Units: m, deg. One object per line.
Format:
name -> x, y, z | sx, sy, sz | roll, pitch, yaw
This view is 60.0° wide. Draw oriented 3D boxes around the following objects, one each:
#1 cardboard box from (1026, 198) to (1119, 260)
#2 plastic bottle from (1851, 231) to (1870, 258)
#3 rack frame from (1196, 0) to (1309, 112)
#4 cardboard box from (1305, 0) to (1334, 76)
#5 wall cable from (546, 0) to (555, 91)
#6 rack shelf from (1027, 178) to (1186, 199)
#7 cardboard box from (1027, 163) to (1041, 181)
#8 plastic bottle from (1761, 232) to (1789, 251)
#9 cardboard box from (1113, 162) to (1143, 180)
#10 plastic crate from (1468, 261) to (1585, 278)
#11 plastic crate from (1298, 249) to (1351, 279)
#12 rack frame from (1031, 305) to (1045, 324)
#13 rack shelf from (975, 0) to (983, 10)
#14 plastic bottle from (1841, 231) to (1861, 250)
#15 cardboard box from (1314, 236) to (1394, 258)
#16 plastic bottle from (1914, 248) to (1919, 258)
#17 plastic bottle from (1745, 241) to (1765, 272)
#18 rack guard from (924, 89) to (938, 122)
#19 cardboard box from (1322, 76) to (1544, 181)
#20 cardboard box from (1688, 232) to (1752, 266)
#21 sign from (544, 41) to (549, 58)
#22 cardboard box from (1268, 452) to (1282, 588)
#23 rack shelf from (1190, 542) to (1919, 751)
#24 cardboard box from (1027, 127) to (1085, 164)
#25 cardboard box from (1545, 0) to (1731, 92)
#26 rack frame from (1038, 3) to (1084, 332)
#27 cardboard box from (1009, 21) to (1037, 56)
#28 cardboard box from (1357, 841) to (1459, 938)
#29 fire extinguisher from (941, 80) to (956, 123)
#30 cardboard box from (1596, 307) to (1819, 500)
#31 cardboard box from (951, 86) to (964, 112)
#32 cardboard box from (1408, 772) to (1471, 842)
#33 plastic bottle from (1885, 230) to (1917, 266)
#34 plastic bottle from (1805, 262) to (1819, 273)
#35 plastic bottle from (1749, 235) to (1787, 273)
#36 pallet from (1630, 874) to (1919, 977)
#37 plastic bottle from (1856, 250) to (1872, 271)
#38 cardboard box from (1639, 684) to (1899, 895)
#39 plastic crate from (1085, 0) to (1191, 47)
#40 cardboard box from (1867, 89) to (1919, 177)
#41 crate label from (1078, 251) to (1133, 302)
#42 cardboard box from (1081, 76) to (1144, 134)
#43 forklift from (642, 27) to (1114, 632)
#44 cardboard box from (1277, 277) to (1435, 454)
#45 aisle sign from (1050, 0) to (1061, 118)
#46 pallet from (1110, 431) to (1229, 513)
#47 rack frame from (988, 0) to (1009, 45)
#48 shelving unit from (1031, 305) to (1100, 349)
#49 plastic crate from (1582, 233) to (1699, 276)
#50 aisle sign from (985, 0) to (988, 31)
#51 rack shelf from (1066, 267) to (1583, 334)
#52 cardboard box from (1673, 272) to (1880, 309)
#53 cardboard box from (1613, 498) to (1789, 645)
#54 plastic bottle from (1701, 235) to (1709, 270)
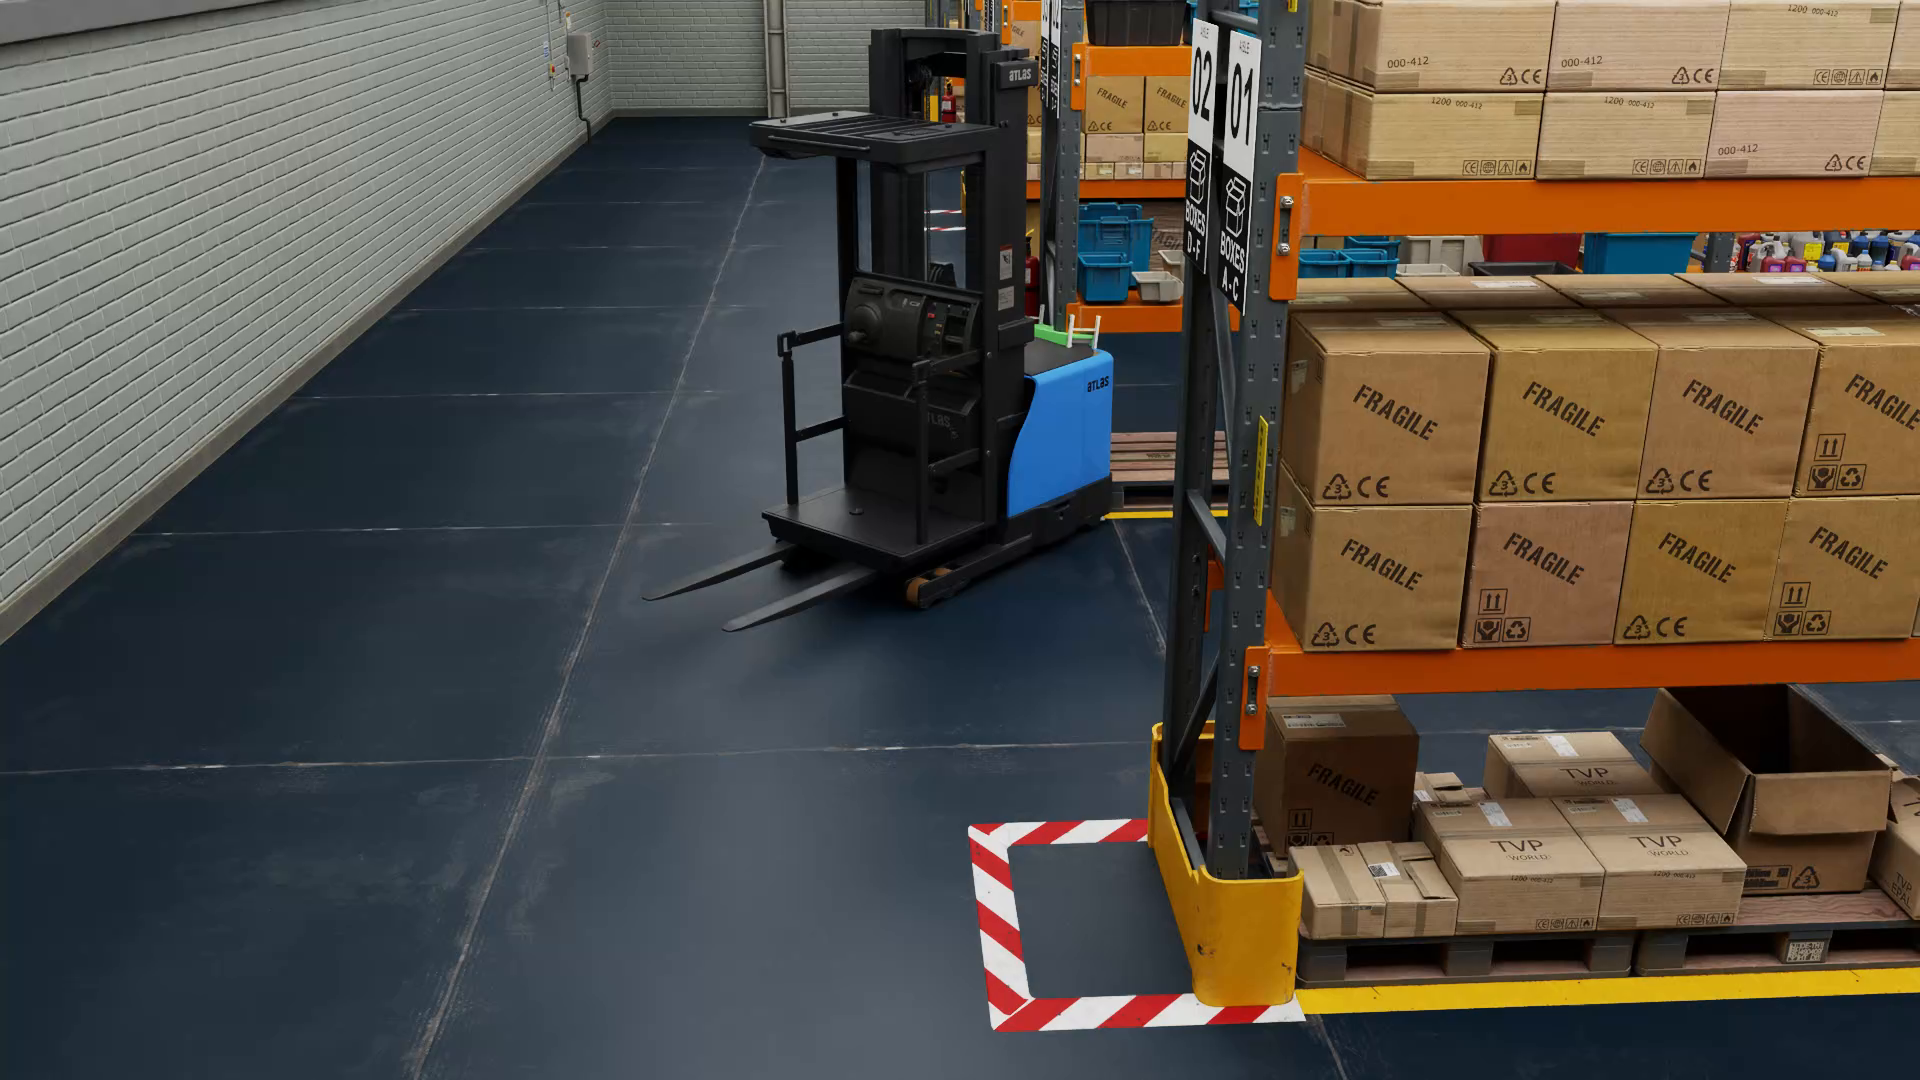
cardboard box -> 0.959, -2.763, 15.402 | 0.875, 0.875, 0.875 | -1, 21, -3
plastic bottle -> 5.870, -1.876, 10.858 | 0.097, 0.271, 0.097 | 0, 21, 0
rack frame -> 0.887, -2.803, 4.679 | 0.127, 3.000, 1.000 | -1, 21, -3
cardboard box -> 1.385, -1.666, 5.416 | 0.500, 0.250, 0.500 | -1, 21, -3
wall cable -> -5.869, -7.405, 23.727 | 0.123, 1.953, 0.585 | -1, 21, -3
rack shelf -> 2.322, -3.223, 15.224 | 4.000, 0.370, 1.077 | -1, 21, -3
cardboard box -> 0.698, -3.291, 14.745 | 0.250, 0.149, 0.380 | -1, 21, -2
plastic bottle -> 5.341, -1.912, 10.946 | 0.135, 0.276, 0.152 | -1, 21, -3
cardboard box -> 1.470, -3.308, 14.789 | 0.250, 0.149, 0.380 | -1, 21, -4
plastic crate -> 3.499, -1.621, 10.309 | 0.590, 0.125, 0.437 | -1, 21, -3
plastic crate -> 2.188, -1.623, 10.163 | 0.300, 0.233, 0.416 | -1, 21, -3
rack frame -> 0.369, -0.876, 10.415 | 0.240, 1.200, 0.015 | -5, 17, -41
rack shelf -> 2.140, -6.388, 19.324 | 4.000, 0.370, 1.077 | -1, 21, -3
plastic bottle -> 5.845, -1.923, 10.973 | 0.135, 0.276, 0.152 | -1, 21, -3
cardboard box -> 3.655, -2.818, 15.546 | 0.875, 0.875, 0.875 | -1, 21, -3
plastic bottle -> 6.010, -1.675, 10.322 | 0.135, 0.276, 0.152 | -1, 21, -3
plastic bottle -> 5.227, -1.863, 10.922 | 0.097, 0.201, 0.097 | 0, 21, 0
rack guard -> -0.452, -7.635, 29.316 | 0.348, 0.500, 1.175 | -1, 21, -3
cardboard box -> 1.414, -1.251, 5.029 | 0.500, 0.250, 0.500 | -1, 21, -3
cardboard box -> 6.732, -2.862, 15.662 | 0.875, 0.875, 1.225 | -1, 21, -3
sign -> -5.927, -7.024, 23.817 | 0.001, 0.218, 0.327 | -1, 21, -3
cardboard box -> 1.318, -0.152, 6.006 | 0.500, 0.500, 0.500 | -1, 21, -1
rack shelf -> 2.884, 0.296, 5.981 | 4.000, 0.370, 1.077 | -1, 21, -3
cardboard box -> 0.820, -3.501, 14.737 | 0.500, 0.250, 0.500 | -2, 21, -4
cardboard box -> 1.914, -1.490, 4.955 | 0.500, 0.250, 0.500 | -1, 21, -3
rack frame -> 0.608, -1.759, 10.368 | 0.127, 3.000, 1.000 | -1, 21, -3
cardboard box -> 0.606, -5.850, 19.150 | 0.500, 0.500, 0.500 | -1, 21, -3
cardboard box -> 1.574, 1.228, 5.887 | 0.250, 0.166, 0.380 | -1, 21, -3
fire extinguisher -> -0.135, -5.231, 20.120 | 0.183, 0.674, 0.296 | -1, 21, -3
cardboard box -> 2.366, -0.450, 5.385 | 0.500, 0.500, 0.500 | -1, 21, -2
cardboard box -> 0.088, -7.810, 29.181 | 0.637, 0.503, 0.797 | -2, 21, -5
cardboard box -> 1.825, 1.045, 6.369 | 0.250, 0.166, 0.380 | -1, 21, -3
plastic bottle -> 6.210, -1.930, 10.992 | 0.135, 0.276, 0.152 | -1, 21, -3
plastic bottle -> 5.239, -1.615, 10.269 | 0.097, 0.201, 0.097 | 0, 21, 0
plastic bottle -> 5.012, -1.710, 10.309 | 0.185, 0.351, 0.144 | -1, 21, -3
pallet -> 2.974, 1.262, 6.352 | 1.213, 0.211, 1.003 | -1, 21, -3
plastic bottle -> 5.568, -1.654, 10.274 | 0.097, 0.271, 0.097 | 0, 21, 0
cardboard box -> 3.005, 0.921, 6.221 | 0.637, 0.503, 0.797 | -1, 21, -3
plastic crate -> 1.008, -3.008, 9.618 | 0.590, 0.269, 0.497 | -1, 21, -3
cardboard box -> 2.912, -1.280, 5.105 | 0.500, 0.250, 0.500 | -1, 21, -3
crate label -> 0.873, -1.597, 10.093 | 0.303, 0.233, 0.416 | -1, 21, -3
cardboard box -> 1.319, -3.862, 14.630 | 0.500, 0.500, 0.500 | -2, 21, -4
forklift -> -0.407, -1.199, 8.995 | 1.130, 2.935, 3.031 | 17, 27, 37
cardboard box -> 1.316, -0.620, 5.831 | 0.500, 0.500, 0.500 | -1, 21, -4
aisle sign -> 0.553, -2.867, 9.625 | 0.004, 0.787, 0.394 | -1, 21, -3
pallet -> 1.433, -0.459, 10.872 | 1.213, 0.211, 1.003 | -1, 21, -3
rack frame -> 0.325, -3.518, 14.989 | 0.127, 3.000, 1.000 | -1, 21, -3
shelving unit -> 0.527, -0.817, 10.239 | 0.258, 1.200, 0.503 | -5, 17, -41
plastic crate -> 4.155, -1.730, 10.231 | 0.575, 0.384, 0.392 | -1, 21, -3
aisle sign -> 0.236, -4.838, 14.803 | 0.004, 0.787, 0.394 | -1, 21, -3
rack shelf -> 2.605, -1.463, 10.603 | 4.000, 0.370, 1.077 | -1, 21, -3
cardboard box -> 2.850, -0.653, 5.918 | 0.500, 0.500, 0.500 | -1, 21, -1
cardboard box -> 2.361, 0.017, 5.563 | 0.500, 0.500, 0.500 | -1, 21, -3
plastic bottle -> 4.976, -1.905, 10.926 | 0.135, 0.276, 0.152 | -1, 21, -3
